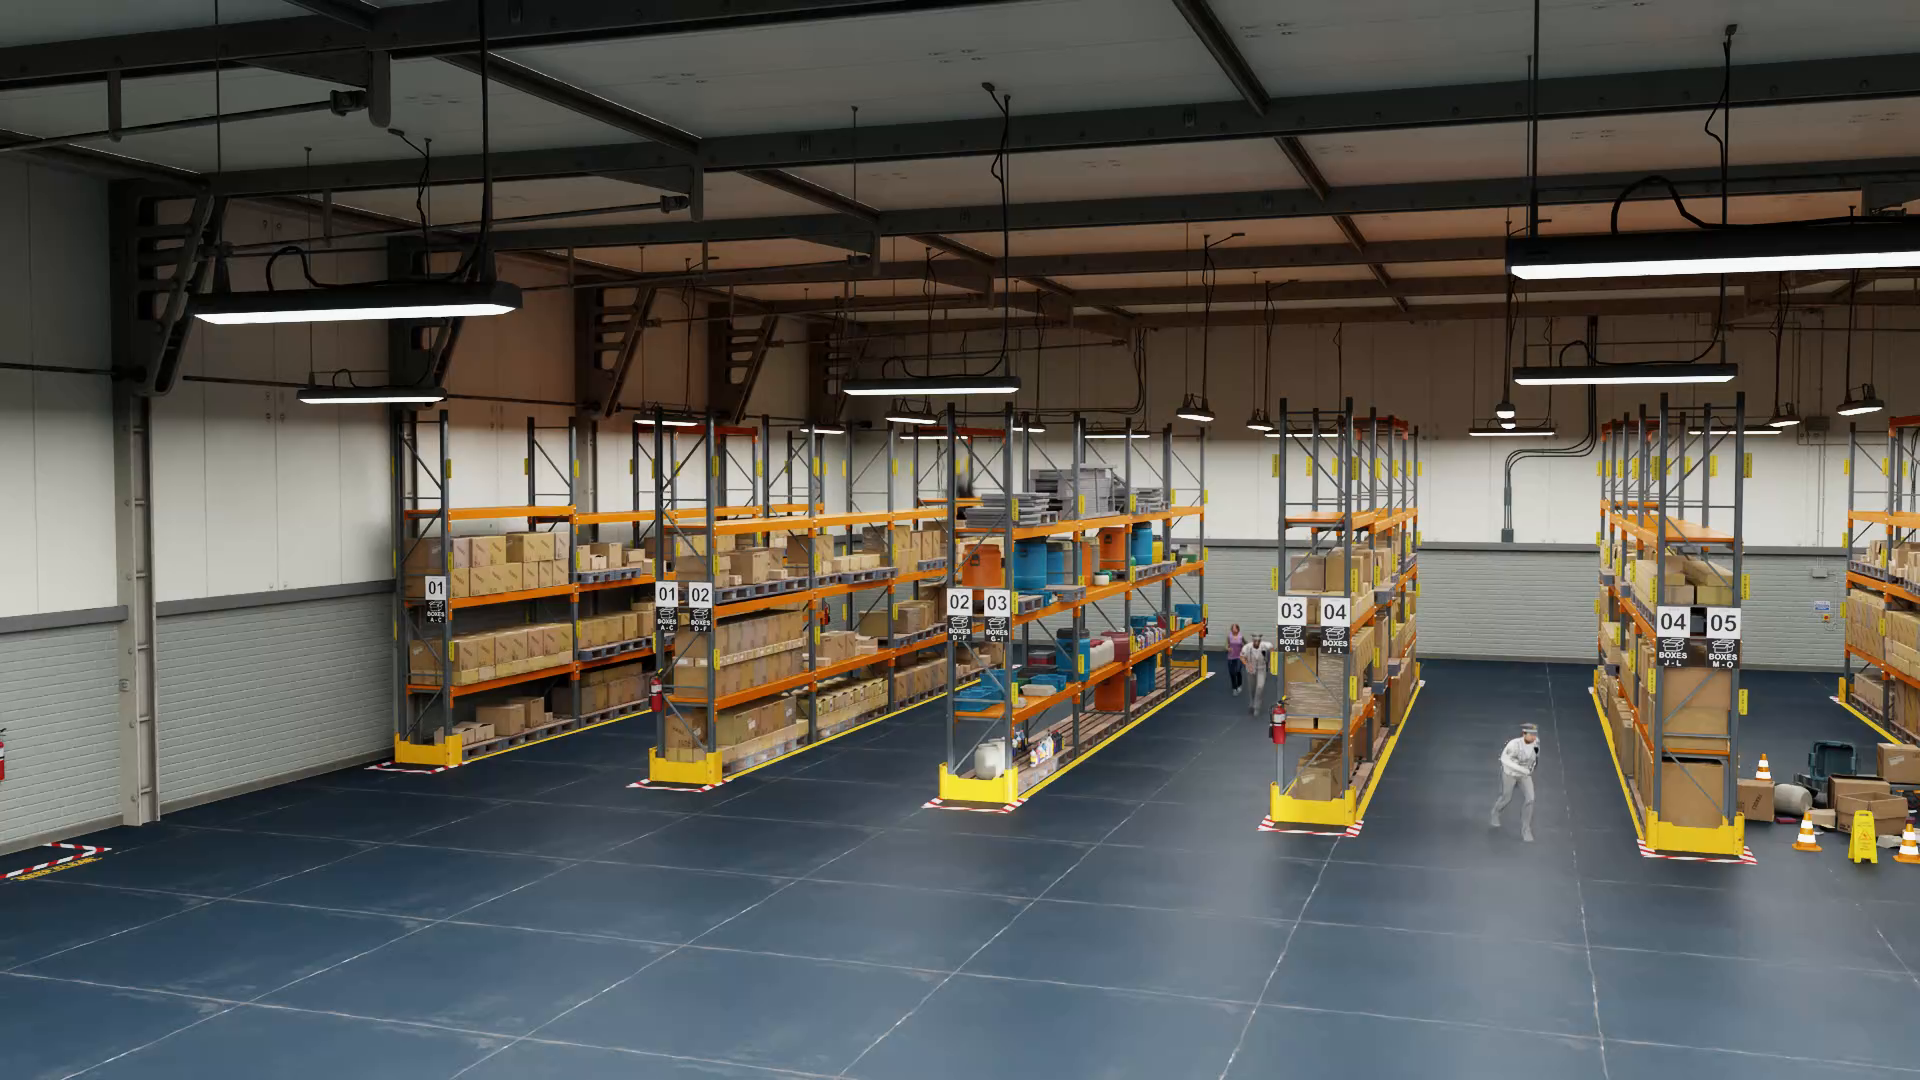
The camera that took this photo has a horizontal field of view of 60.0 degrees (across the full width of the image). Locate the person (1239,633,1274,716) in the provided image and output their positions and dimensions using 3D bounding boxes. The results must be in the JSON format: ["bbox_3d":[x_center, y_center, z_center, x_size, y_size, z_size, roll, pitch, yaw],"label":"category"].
[{"bbox_3d":[6.072,2.731,34.111,0.703,1.720,1.025,0,2,5],"label":"person"}]

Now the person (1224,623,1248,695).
[{"bbox_3d":[6.075,2.627,36.644,0.512,1.570,0.636,1,3,17],"label":"person"}]

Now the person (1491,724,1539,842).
[{"bbox_3d":[7.575,3.260,22.710,0.658,1.625,0.967,-1,3,-16],"label":"person"}]
